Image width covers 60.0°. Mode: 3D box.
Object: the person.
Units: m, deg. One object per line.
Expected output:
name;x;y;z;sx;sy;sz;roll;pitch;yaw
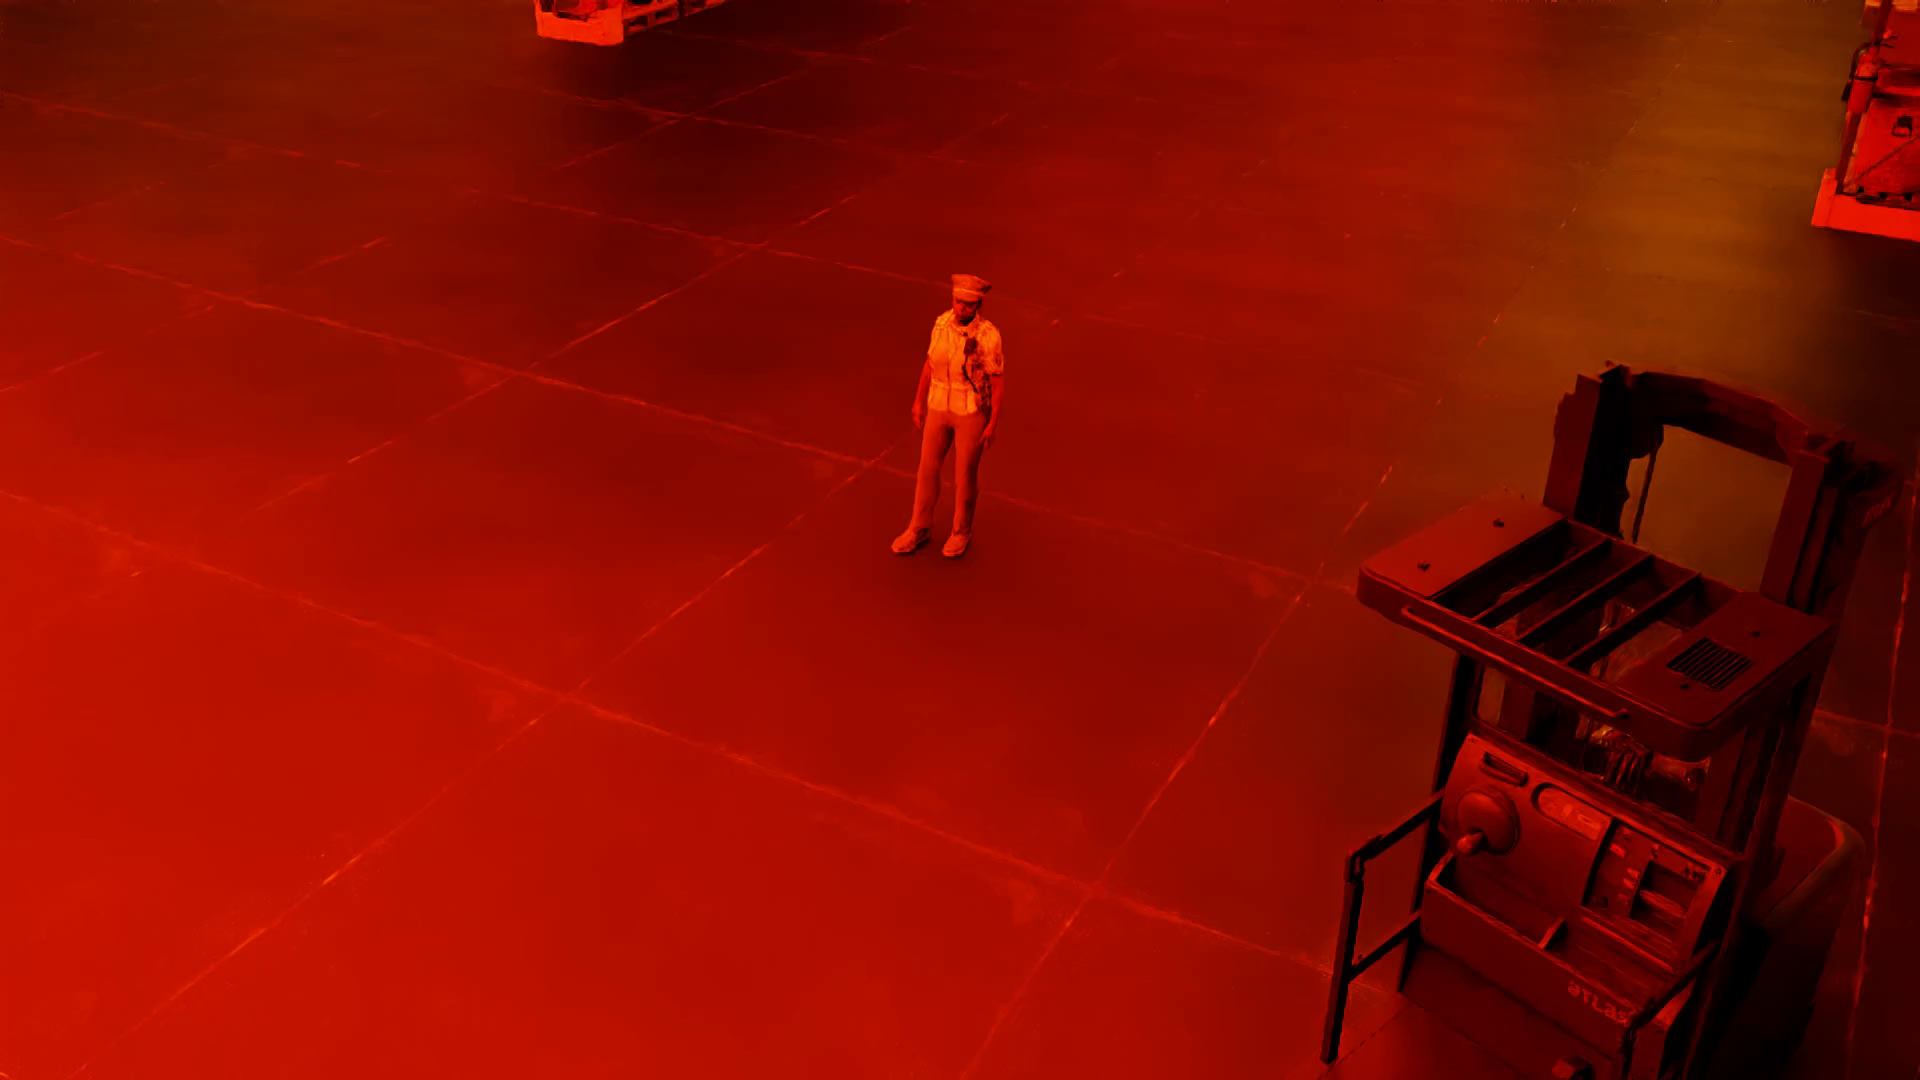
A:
person;-0.054;-0.711;9.528;0.570;1.692;0.529;15;33;25

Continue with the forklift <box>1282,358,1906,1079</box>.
forklift;1.858;1.020;5.304;3.031;2.935;1.130;-24;37;-35
